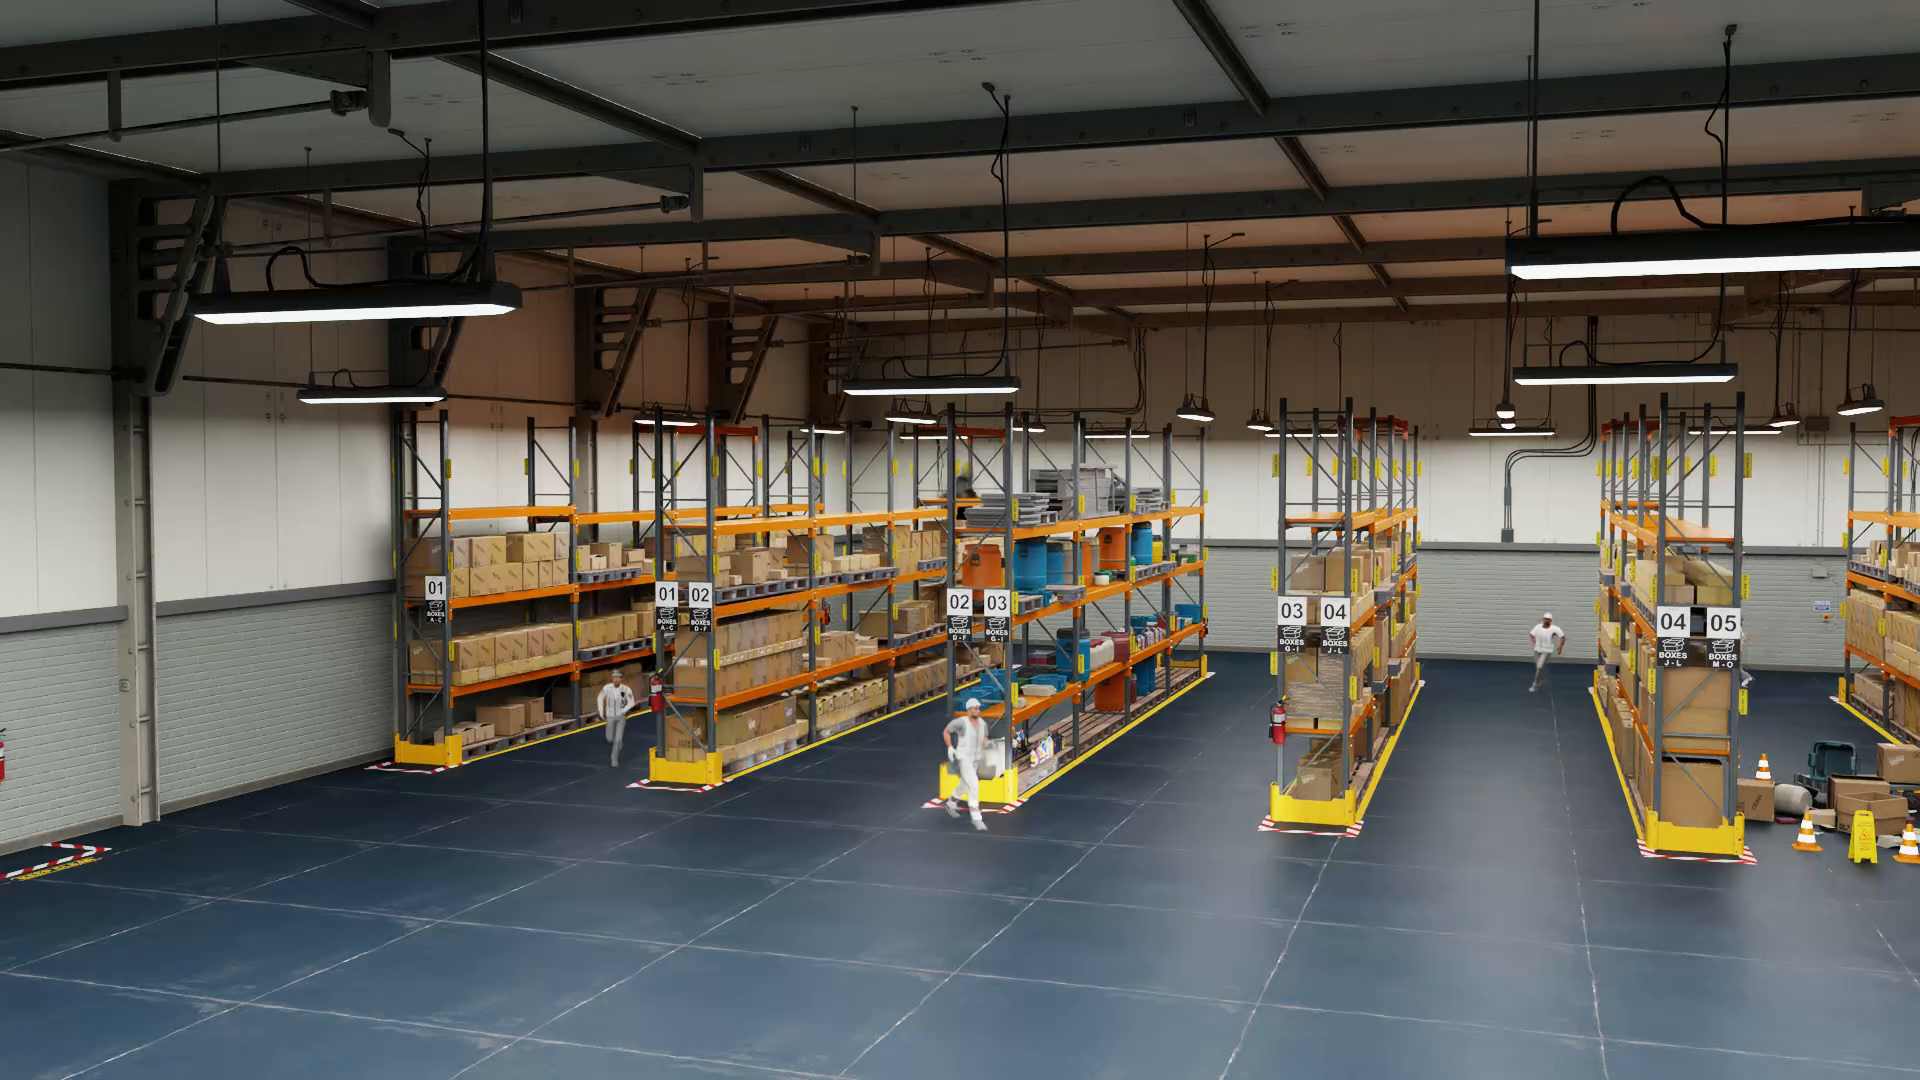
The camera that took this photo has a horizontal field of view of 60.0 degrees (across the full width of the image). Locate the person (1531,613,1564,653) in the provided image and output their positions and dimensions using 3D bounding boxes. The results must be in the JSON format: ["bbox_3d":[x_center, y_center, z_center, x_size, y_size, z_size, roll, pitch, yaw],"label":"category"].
[{"bbox_3d":[13.161,2.078,37.356,0.405,0.906,0.714,-2,3,-44],"label":"person"}]

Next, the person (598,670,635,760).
[{"bbox_3d":[-5.819,2.951,28.140,0.638,1.567,0.493,0,2,-1],"label":"person"}]

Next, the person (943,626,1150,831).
[{"bbox_3d":[2.113,2.857,29.248,6.372,1.815,11.864,2,3,44],"label":"person"}]

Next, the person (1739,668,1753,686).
[{"bbox_3d":[17.391,2.876,37.481,0.955,1.002,0.343,0,2,5],"label":"person"}]

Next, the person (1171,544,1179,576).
[{"bbox_3d":[10.459,1.740,39.125,7.151,3.202,8.826,-2,3,-37],"label":"person"}]
